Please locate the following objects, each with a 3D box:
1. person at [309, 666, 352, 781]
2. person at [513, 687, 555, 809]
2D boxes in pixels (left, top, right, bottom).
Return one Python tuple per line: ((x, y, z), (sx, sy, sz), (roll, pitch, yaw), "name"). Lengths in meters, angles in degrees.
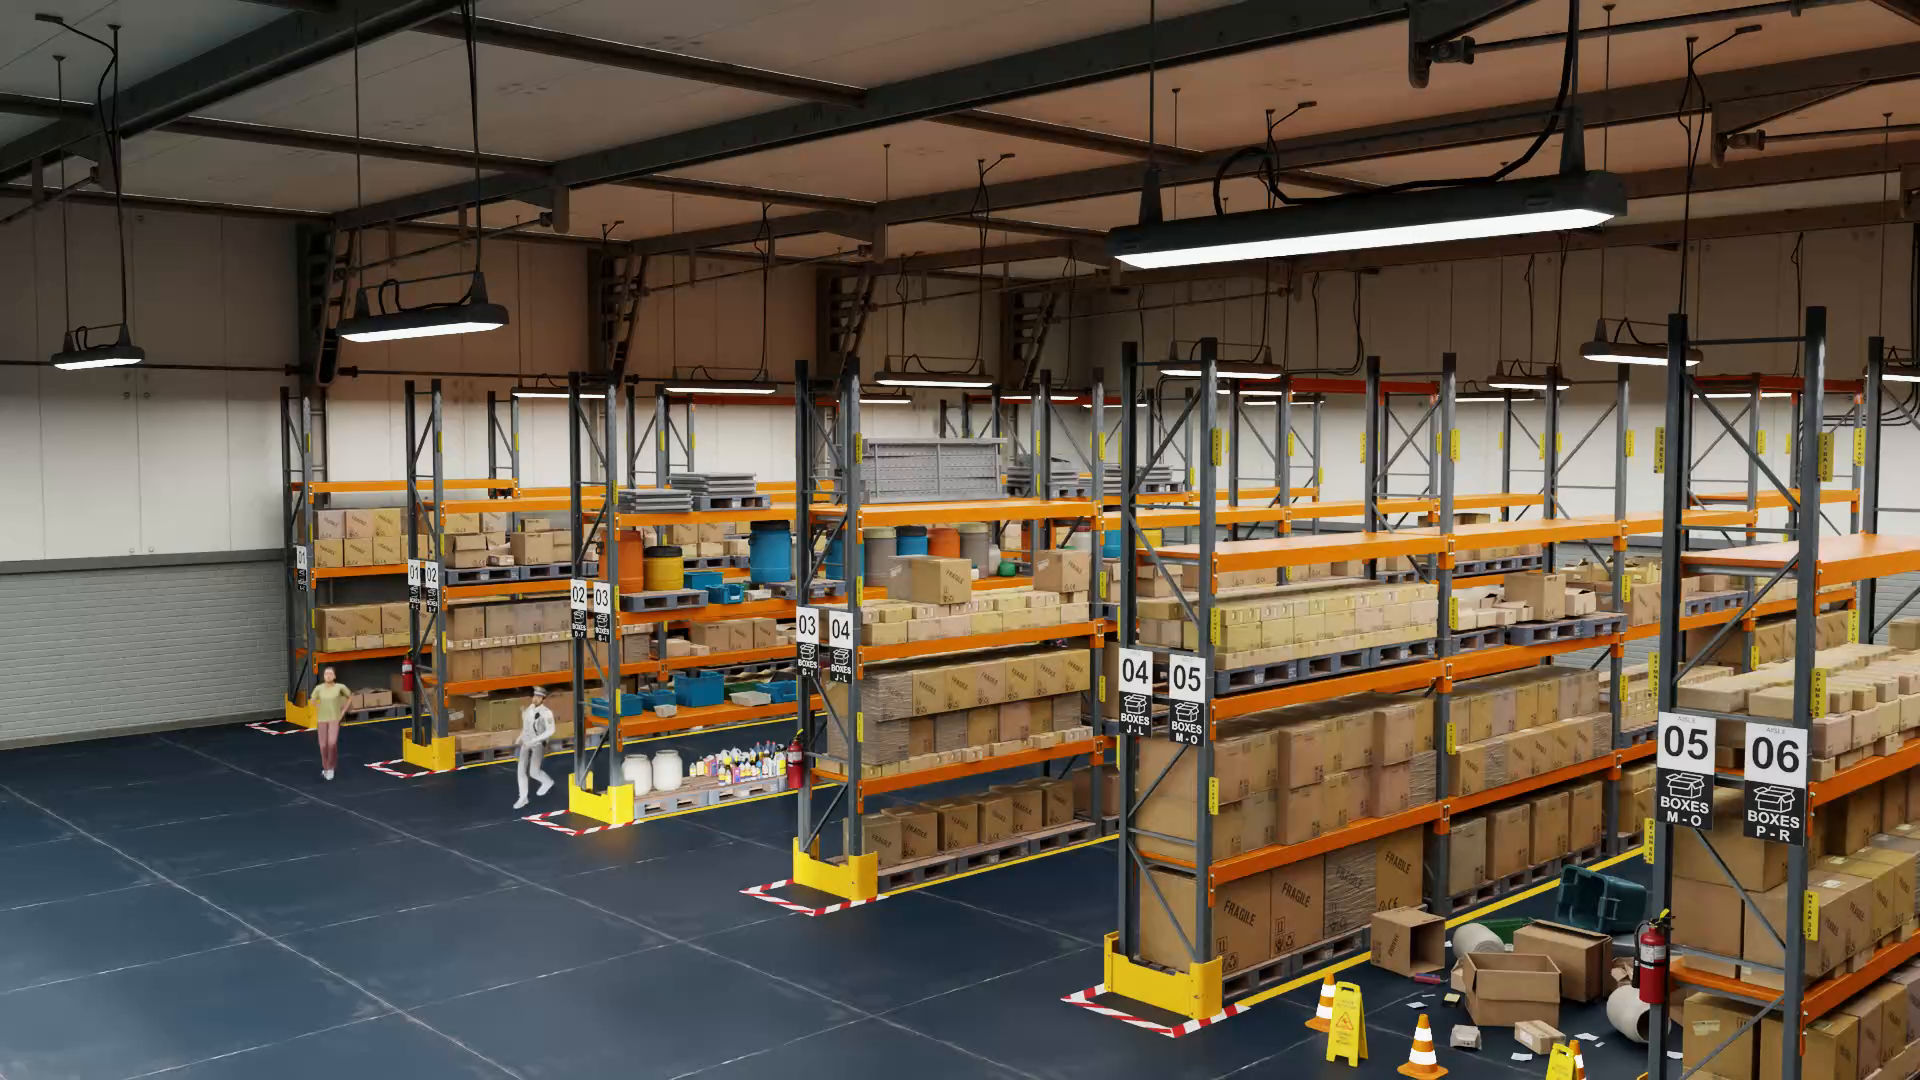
((-9.455, 2.739, 24.932), (0.585, 1.691, 0.599), (0, 4, -6), "person")
((-5.874, 2.864, 23.171), (0.647, 1.684, 0.748), (2, 4, 26), "person")
